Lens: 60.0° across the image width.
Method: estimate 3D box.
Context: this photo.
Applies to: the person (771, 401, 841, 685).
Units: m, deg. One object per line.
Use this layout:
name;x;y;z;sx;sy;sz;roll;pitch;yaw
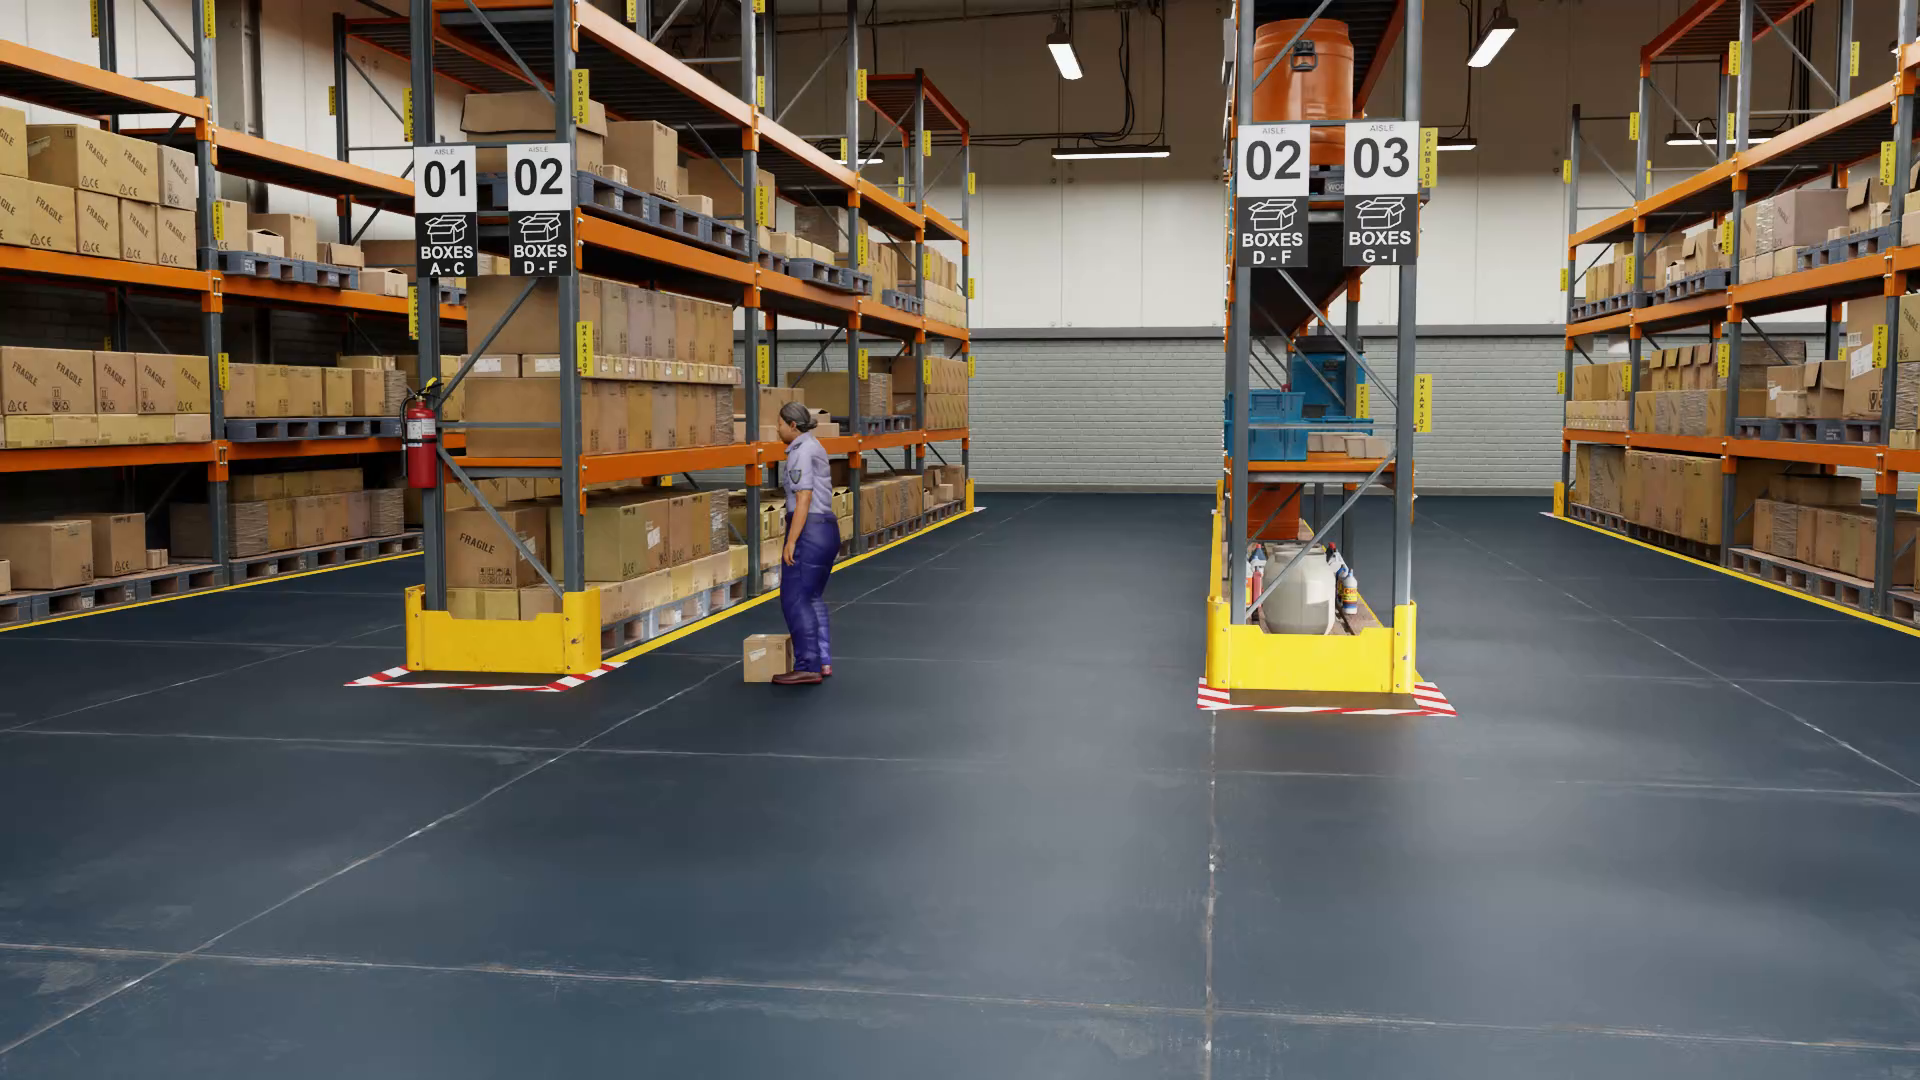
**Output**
person;-0.906;0.016;9.833;0.371;1.638;0.538;1;5;9
